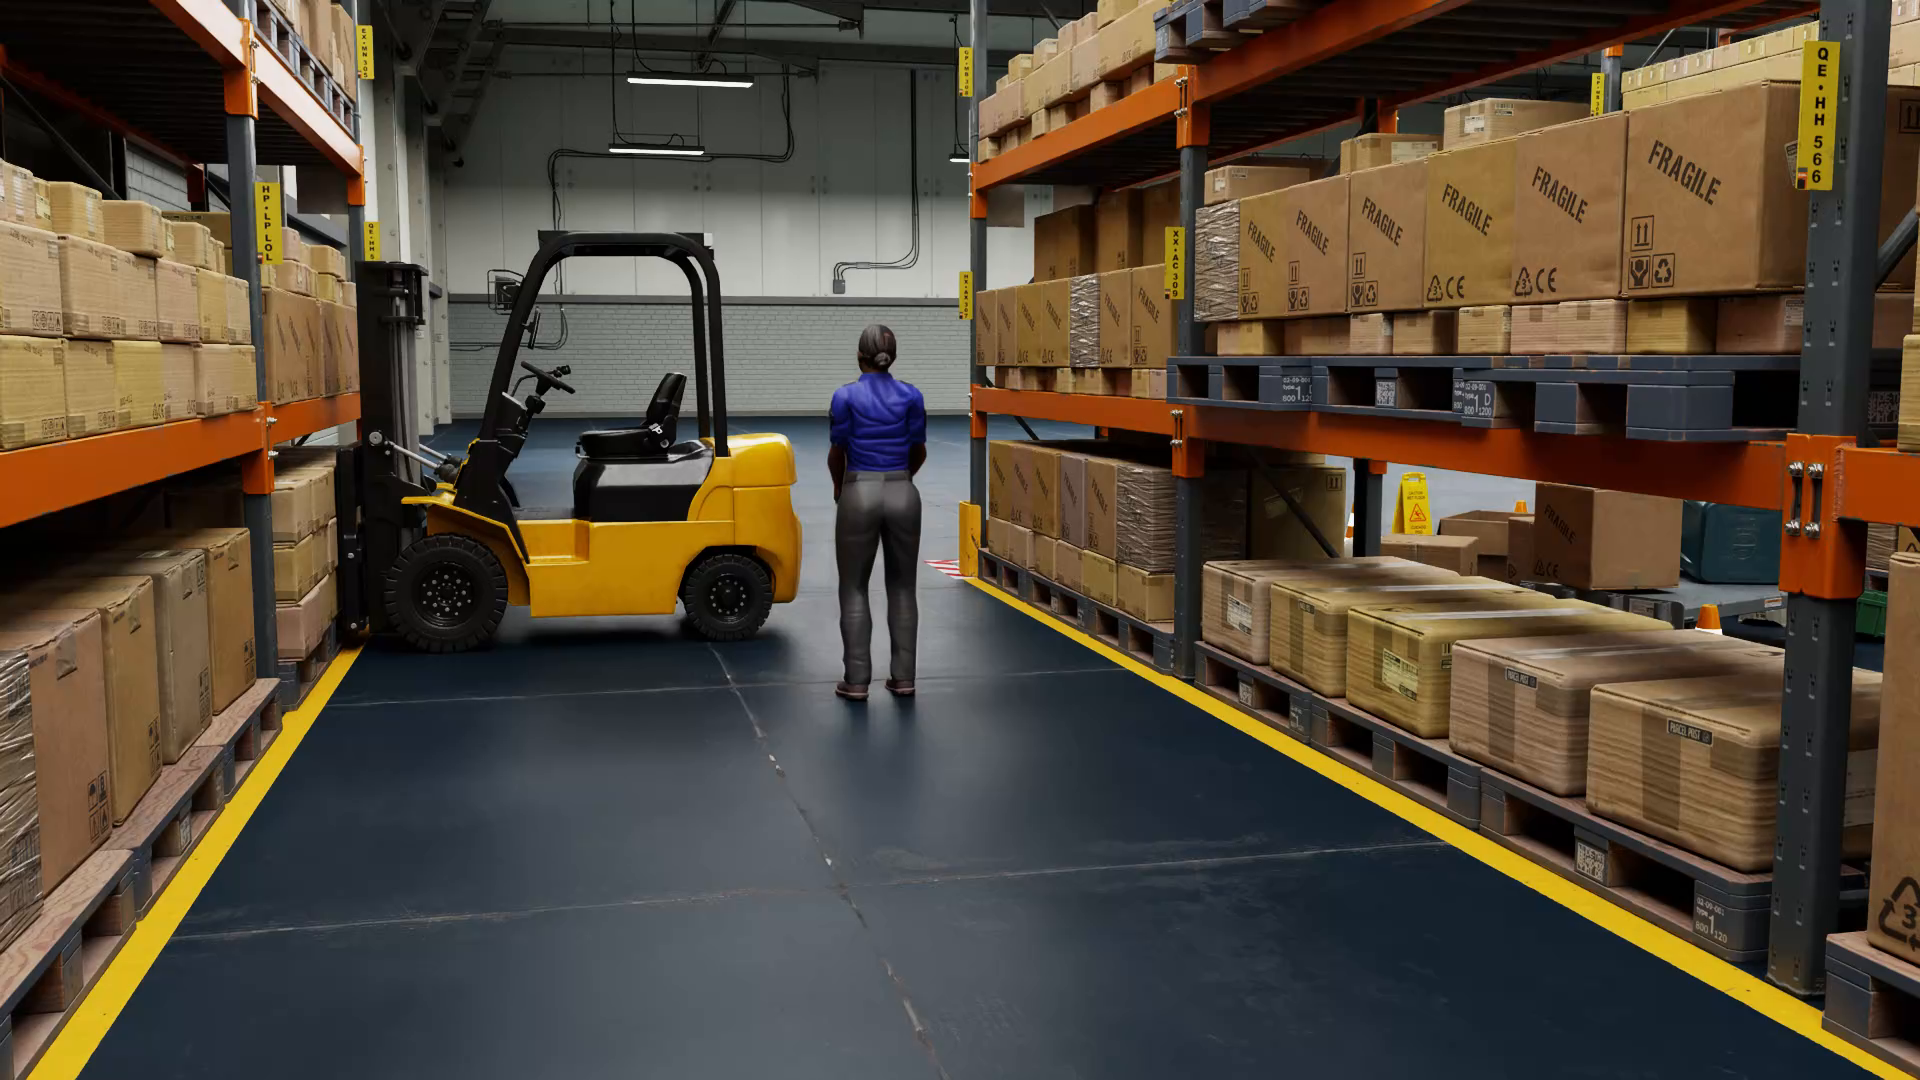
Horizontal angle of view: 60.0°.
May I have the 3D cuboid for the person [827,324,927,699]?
[{"bbox_3d":[-0.376,-0.130,7.435,0.449,1.655,0.500,-1,6,-13],"label":"person"}]
